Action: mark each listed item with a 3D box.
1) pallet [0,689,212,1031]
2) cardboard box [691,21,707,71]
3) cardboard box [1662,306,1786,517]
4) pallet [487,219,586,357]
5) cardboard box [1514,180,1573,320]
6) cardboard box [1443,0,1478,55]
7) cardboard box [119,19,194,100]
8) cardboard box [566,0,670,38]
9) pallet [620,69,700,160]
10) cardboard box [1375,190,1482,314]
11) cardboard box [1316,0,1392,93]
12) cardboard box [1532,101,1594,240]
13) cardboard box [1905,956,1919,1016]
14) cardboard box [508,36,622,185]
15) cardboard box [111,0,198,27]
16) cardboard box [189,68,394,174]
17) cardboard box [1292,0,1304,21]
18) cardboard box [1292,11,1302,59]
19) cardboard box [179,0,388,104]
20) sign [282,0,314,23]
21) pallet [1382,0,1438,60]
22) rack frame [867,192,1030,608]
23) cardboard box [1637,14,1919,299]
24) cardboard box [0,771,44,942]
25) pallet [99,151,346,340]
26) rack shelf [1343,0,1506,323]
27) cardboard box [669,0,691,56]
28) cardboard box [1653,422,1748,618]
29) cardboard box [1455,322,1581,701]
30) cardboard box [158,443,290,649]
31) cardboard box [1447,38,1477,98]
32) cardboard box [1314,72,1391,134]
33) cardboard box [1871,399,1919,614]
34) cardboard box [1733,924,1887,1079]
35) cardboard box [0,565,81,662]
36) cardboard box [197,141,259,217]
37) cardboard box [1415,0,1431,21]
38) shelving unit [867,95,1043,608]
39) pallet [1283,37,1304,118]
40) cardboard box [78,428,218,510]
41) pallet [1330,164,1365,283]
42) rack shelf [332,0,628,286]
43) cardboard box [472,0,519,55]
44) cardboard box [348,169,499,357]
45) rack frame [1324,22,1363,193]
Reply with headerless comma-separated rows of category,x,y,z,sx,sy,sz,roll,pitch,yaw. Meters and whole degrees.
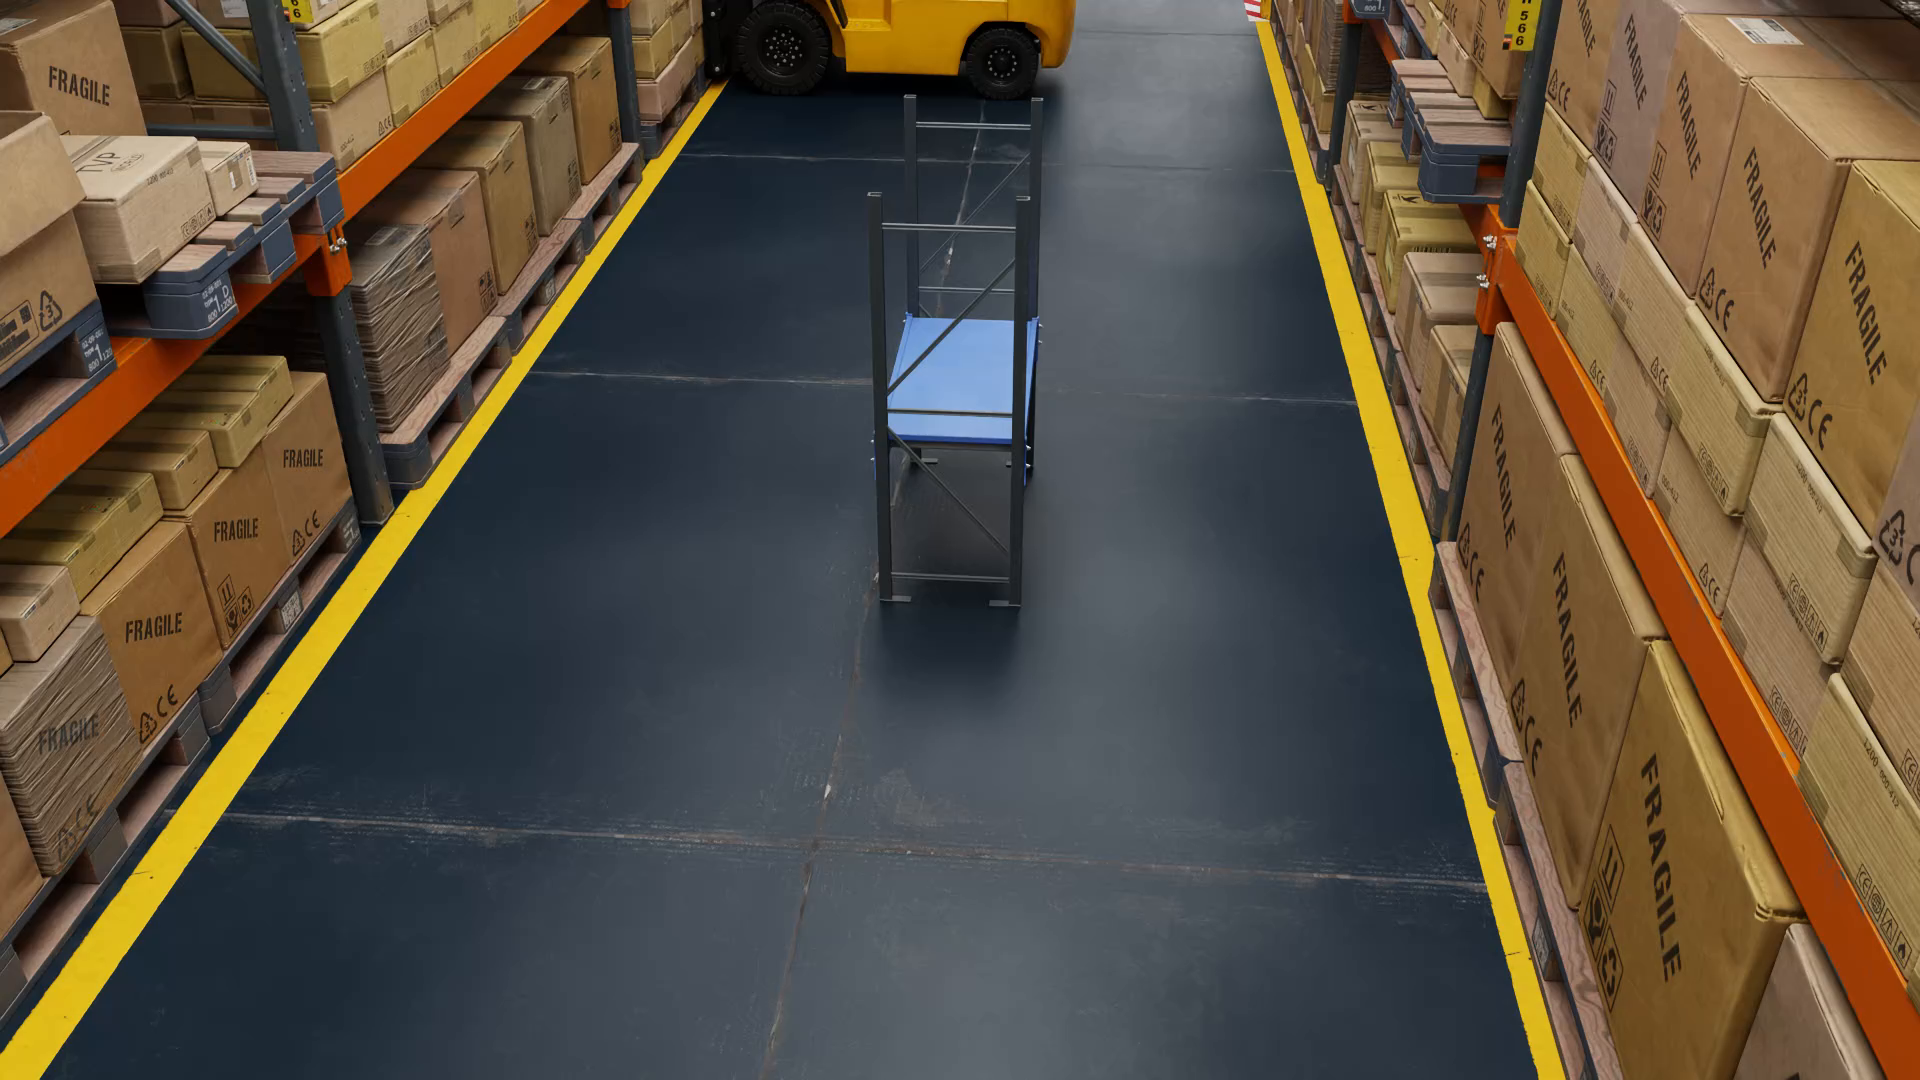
pallet,-2.888,0.833,4.696,1.003,0.211,1.213,2,32,4
cardboard box,-1.940,-3.253,10.890,0.500,0.250,0.500,3,32,5
cardboard box,1.822,-0.268,3.493,0.500,0.250,0.500,3,32,5
pallet,-2.480,-1.257,8.088,1.003,0.211,1.213,2,32,4
cardboard box,1.969,-0.860,4.929,0.500,0.250,0.500,2,32,3
cardboard box,2.051,-2.037,5.917,0.500,0.500,0.500,2,32,3
cardboard box,-2.928,-1.774,5.937,0.500,0.250,0.500,3,32,5
cardboard box,-2.010,-3.144,9.760,0.500,0.250,0.500,2,32,3
pallet,-2.255,-2.697,10.425,1.003,0.211,1.213,2,32,4
cardboard box,2.435,-1.306,7.615,0.950,0.372,0.625,3,32,6
cardboard box,2.366,-2.908,9.616,0.500,0.500,0.500,2,32,3
cardboard box,1.973,-1.063,4.783,0.500,0.250,0.500,2,32,4
cardboard box,1.720,0.742,2.331,0.500,0.250,0.500,2,32,3
cardboard box,-2.393,-2.365,9.091,0.875,0.625,0.625,4,32,6
cardboard box,-2.863,-1.876,5.722,0.380,0.149,0.250,3,32,6
cardboard box,-2.408,-1.536,6.027,0.500,0.250,0.500,3,32,4
cardboard box,2.481,-3.721,10.935,0.500,0.500,0.500,3,32,5
cardboard box,2.489,-3.398,11.125,0.500,0.250,0.500,5,32,7
cardboard box,-2.383,-1.748,5.894,0.500,0.250,0.500,2,32,4
sign,-2.146,-1.820,5.315,0.100,0.325,0.005,2,32,4
pallet,2.380,-2.124,7.020,1.003,0.211,1.213,2,32,4
rack frame,-0.034,-0.417,5.498,0.500,1.500,0.032,2,32,4
cardboard box,1.888,-0.860,3.738,0.500,0.500,0.500,3,32,5
cardboard box,-2.671,0.815,4.050,0.500,0.500,0.500,2,32,3
pallet,-2.673,-0.940,5.098,1.213,0.211,1.003,2,32,4
rack shelf,2.423,-1.908,7.173,1.077,0.370,4.000,2,32,4
cardboard box,-1.976,-3.195,10.319,0.500,0.250,0.500,2,32,4
cardboard box,1.860,-0.058,3.628,0.500,0.250,0.500,2,32,4
cardboard box,2.121,-0.085,5.154,0.875,0.875,0.875,2,32,4
cardboard box,-2.559,-0.002,5.376,0.500,0.500,0.500,2,32,3
cardboard box,1.978,-1.699,5.987,0.380,0.149,0.250,2,32,4
cardboard box,2.366,-2.589,9.813,0.500,0.250,0.500,4,32,6
cardboard box,1.755,-0.060,2.441,0.500,0.500,0.500,3,32,5
cardboard box,1.905,1.321,2.872,0.875,0.875,0.875,3,32,6
cardboard box,-2.611,0.192,4.444,0.380,0.149,0.250,1,32,2
cardboard box,-2.359,-1.091,5.000,0.380,0.149,0.250,3,32,5
cardboard box,2.099,-2.235,6.858,0.380,0.149,0.250,1,32,2
shelving unit,0.007,-0.683,5.929,0.538,1.500,1.048,2,32,4
pallet,2.702,-3.065,11.023,1.003,0.211,1.213,2,32,4
cardboard box,-2.532,-0.221,5.113,0.380,0.149,0.250,1,32,2
pallet,2.524,-1.666,8.752,1.003,0.211,1.213,2,32,4
rack shelf,-2.525,-2.118,7.514,1.077,0.370,4.000,2,32,4
cardboard box,-2.283,-2.340,7.331,0.500,0.250,0.500,3,32,6
cardboard box,-2.578,-1.214,7.224,0.875,0.625,0.625,3,32,6
rack frame,2.586,-3.260,8.681,1.000,3.000,0.127,2,32,4
